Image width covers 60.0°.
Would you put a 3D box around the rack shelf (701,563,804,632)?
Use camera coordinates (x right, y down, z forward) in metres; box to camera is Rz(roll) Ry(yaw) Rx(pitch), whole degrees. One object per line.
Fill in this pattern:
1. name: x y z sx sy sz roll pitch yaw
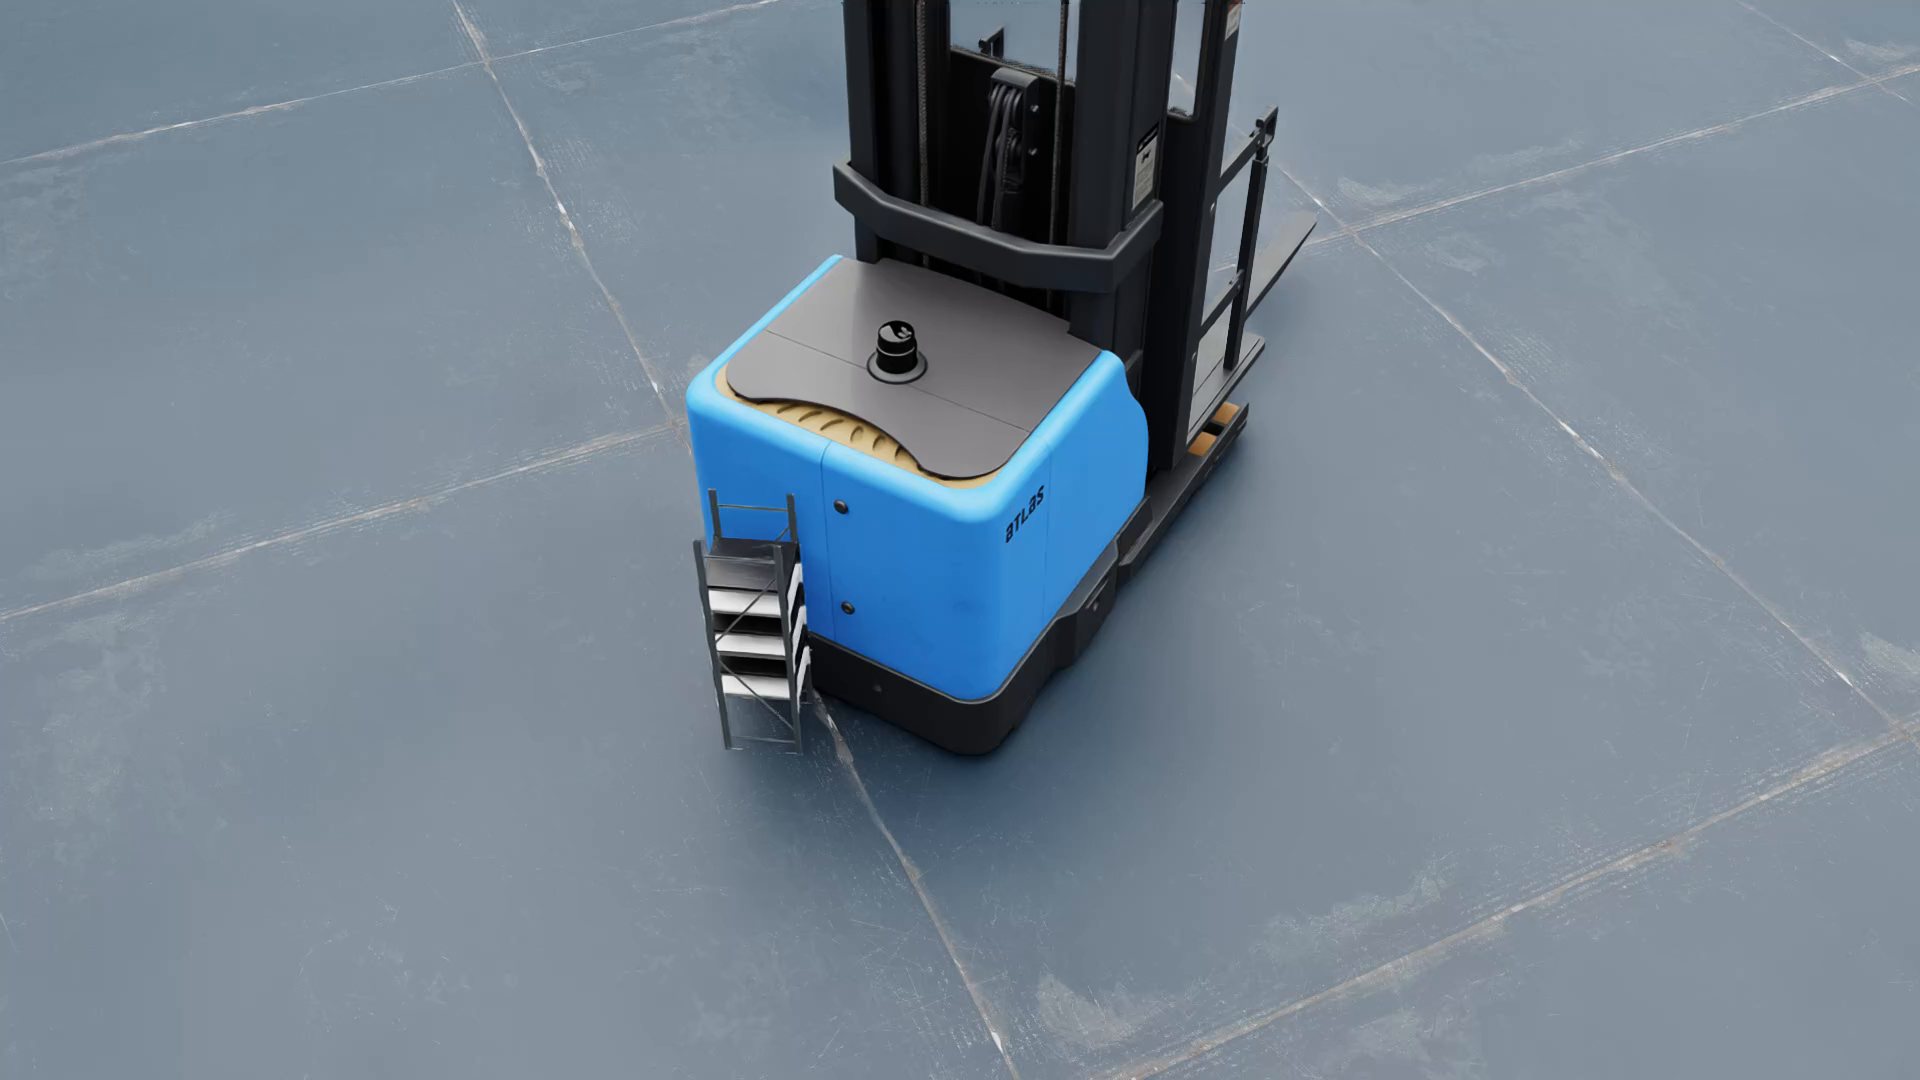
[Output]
1. rack shelf: -0.589 0.153 4.745 0.258 0.077 0.200 4 45 4

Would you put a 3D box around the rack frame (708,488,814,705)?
1. rack frame: -0.579 0.187 4.920 0.240 0.900 0.006 4 45 4

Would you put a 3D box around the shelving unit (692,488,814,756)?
1. shelving unit: -0.589 0.258 4.848 0.258 0.900 0.210 4 45 4

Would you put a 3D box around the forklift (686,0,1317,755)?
1. forklift: 0.395 -1.420 5.102 1.130 2.935 3.031 23 49 21

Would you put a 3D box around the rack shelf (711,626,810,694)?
1. rack shelf: -0.589 0.346 4.935 0.258 0.077 0.200 4 45 4

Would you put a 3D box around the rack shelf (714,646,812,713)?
1. rack shelf: -0.589 0.410 4.998 0.258 0.077 0.200 4 45 4

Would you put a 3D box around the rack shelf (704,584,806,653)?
1. rack shelf: -0.589 0.218 4.808 0.258 0.077 0.200 4 45 4

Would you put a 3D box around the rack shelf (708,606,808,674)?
1. rack shelf: -0.589 0.282 4.871 0.258 0.077 0.200 4 45 4

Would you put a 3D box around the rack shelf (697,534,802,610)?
1. rack shelf: -0.589 0.089 4.682 0.258 0.077 0.200 4 45 4

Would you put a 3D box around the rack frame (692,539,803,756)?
1. rack frame: -0.599 0.329 4.776 0.240 0.900 0.006 4 45 4
